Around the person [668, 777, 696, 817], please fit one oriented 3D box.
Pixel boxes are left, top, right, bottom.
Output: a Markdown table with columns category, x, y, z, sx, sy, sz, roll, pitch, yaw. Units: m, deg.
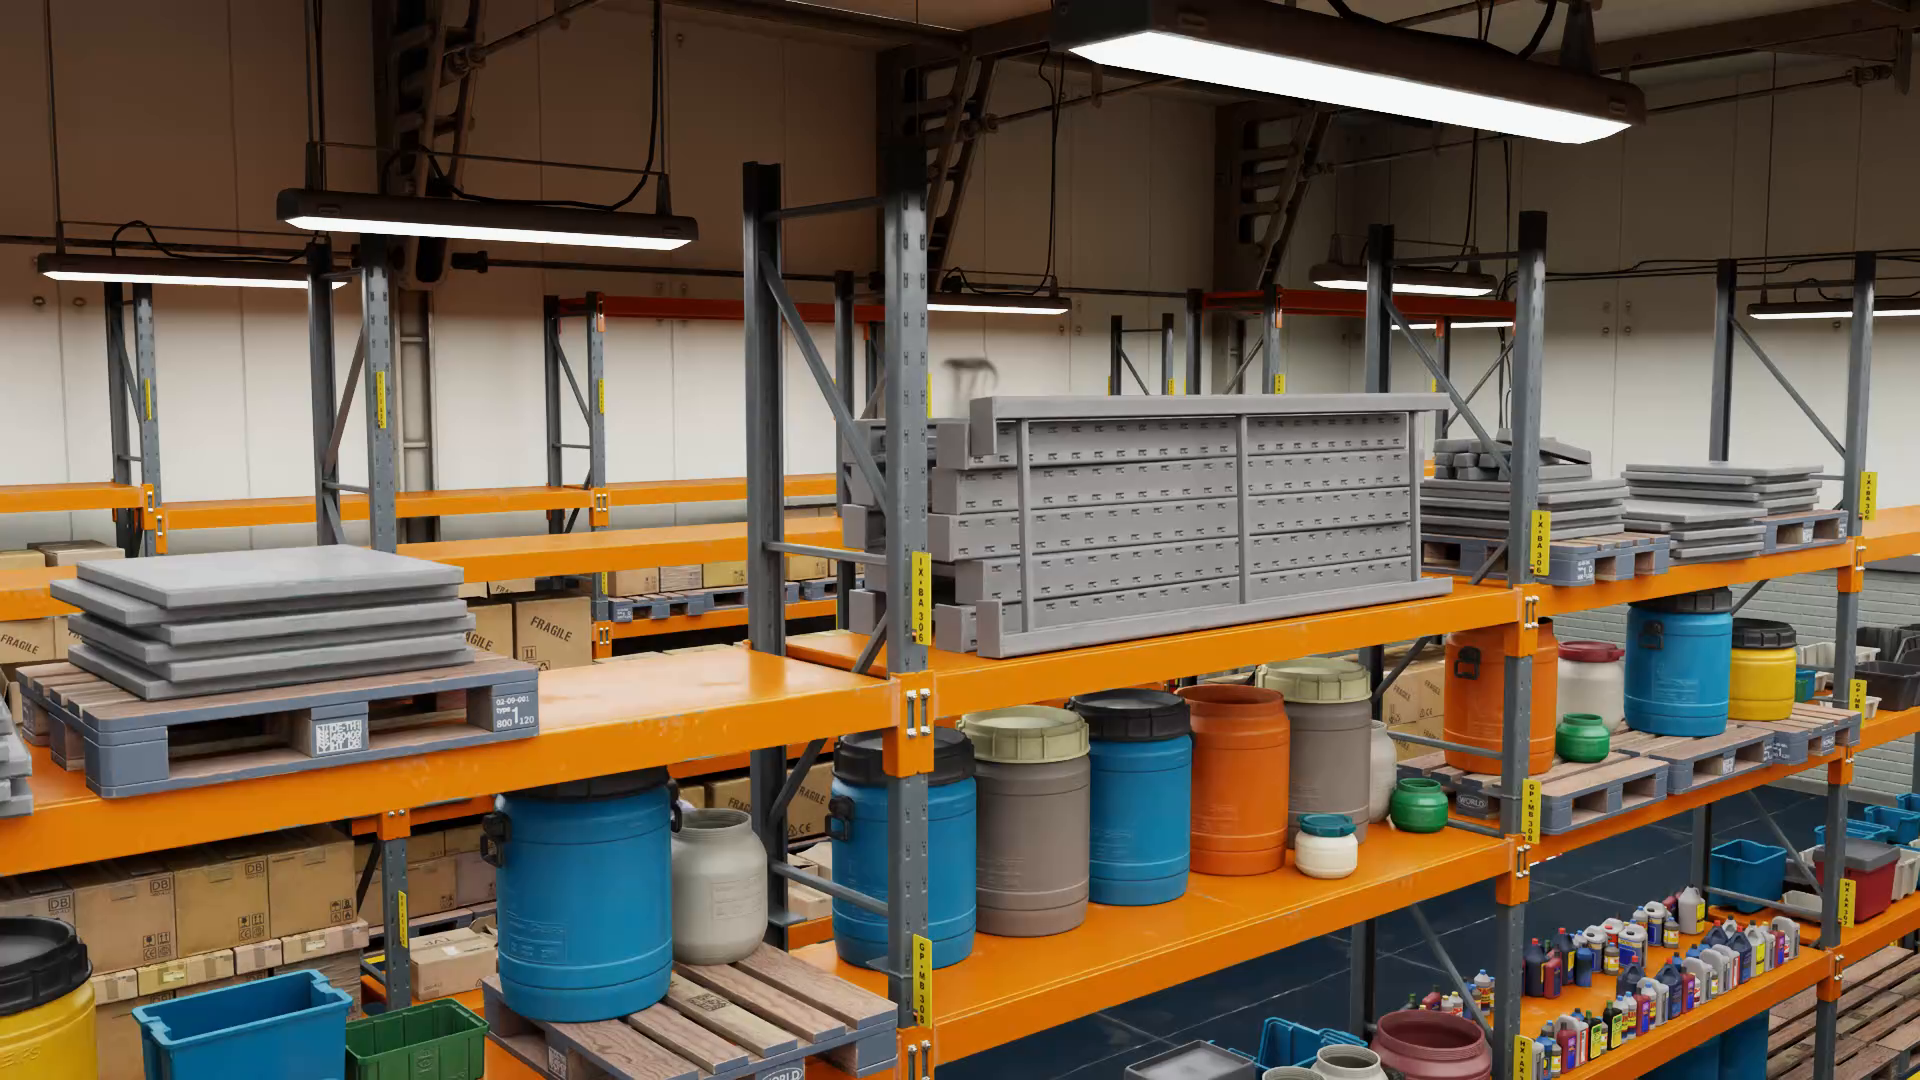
| category | x | y | z | sx | sy | sz | roll | pitch | yaw |
| --- | --- | --- | --- | --- | --- | --- | --- | --- | --- |
| person | -2.554 | 2.930 | 15.324 | 0.596 | 1.581 | 0.689 | 5 | 7 | 41 |
